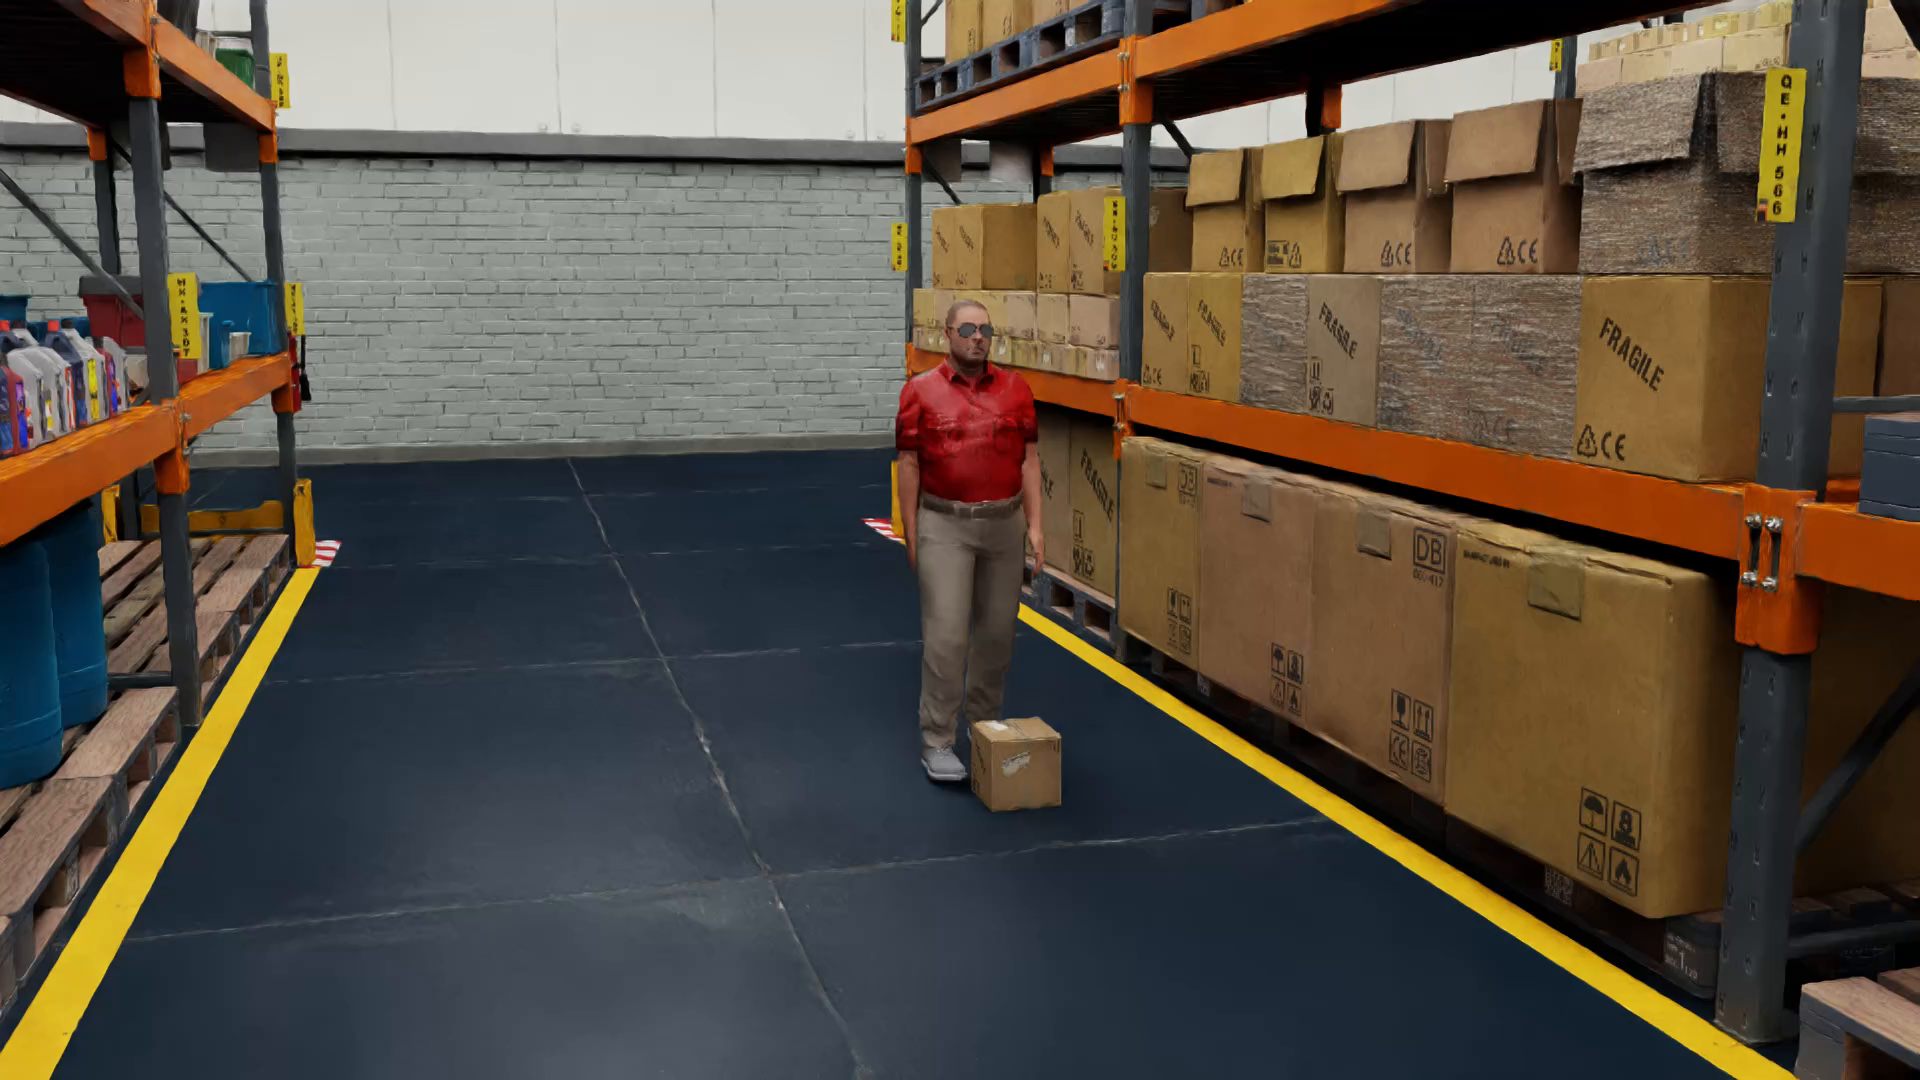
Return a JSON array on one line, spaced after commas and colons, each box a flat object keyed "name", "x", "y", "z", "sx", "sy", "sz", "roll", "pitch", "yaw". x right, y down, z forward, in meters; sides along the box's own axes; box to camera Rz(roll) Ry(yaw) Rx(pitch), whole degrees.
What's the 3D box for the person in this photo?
[{"name": "person", "x": 0.055, "y": -0.002, "z": 6.060, "sx": 0.535, "sy": 1.734, "sz": 0.566, "roll": -3, "pitch": 10, "yaw": -17}]
